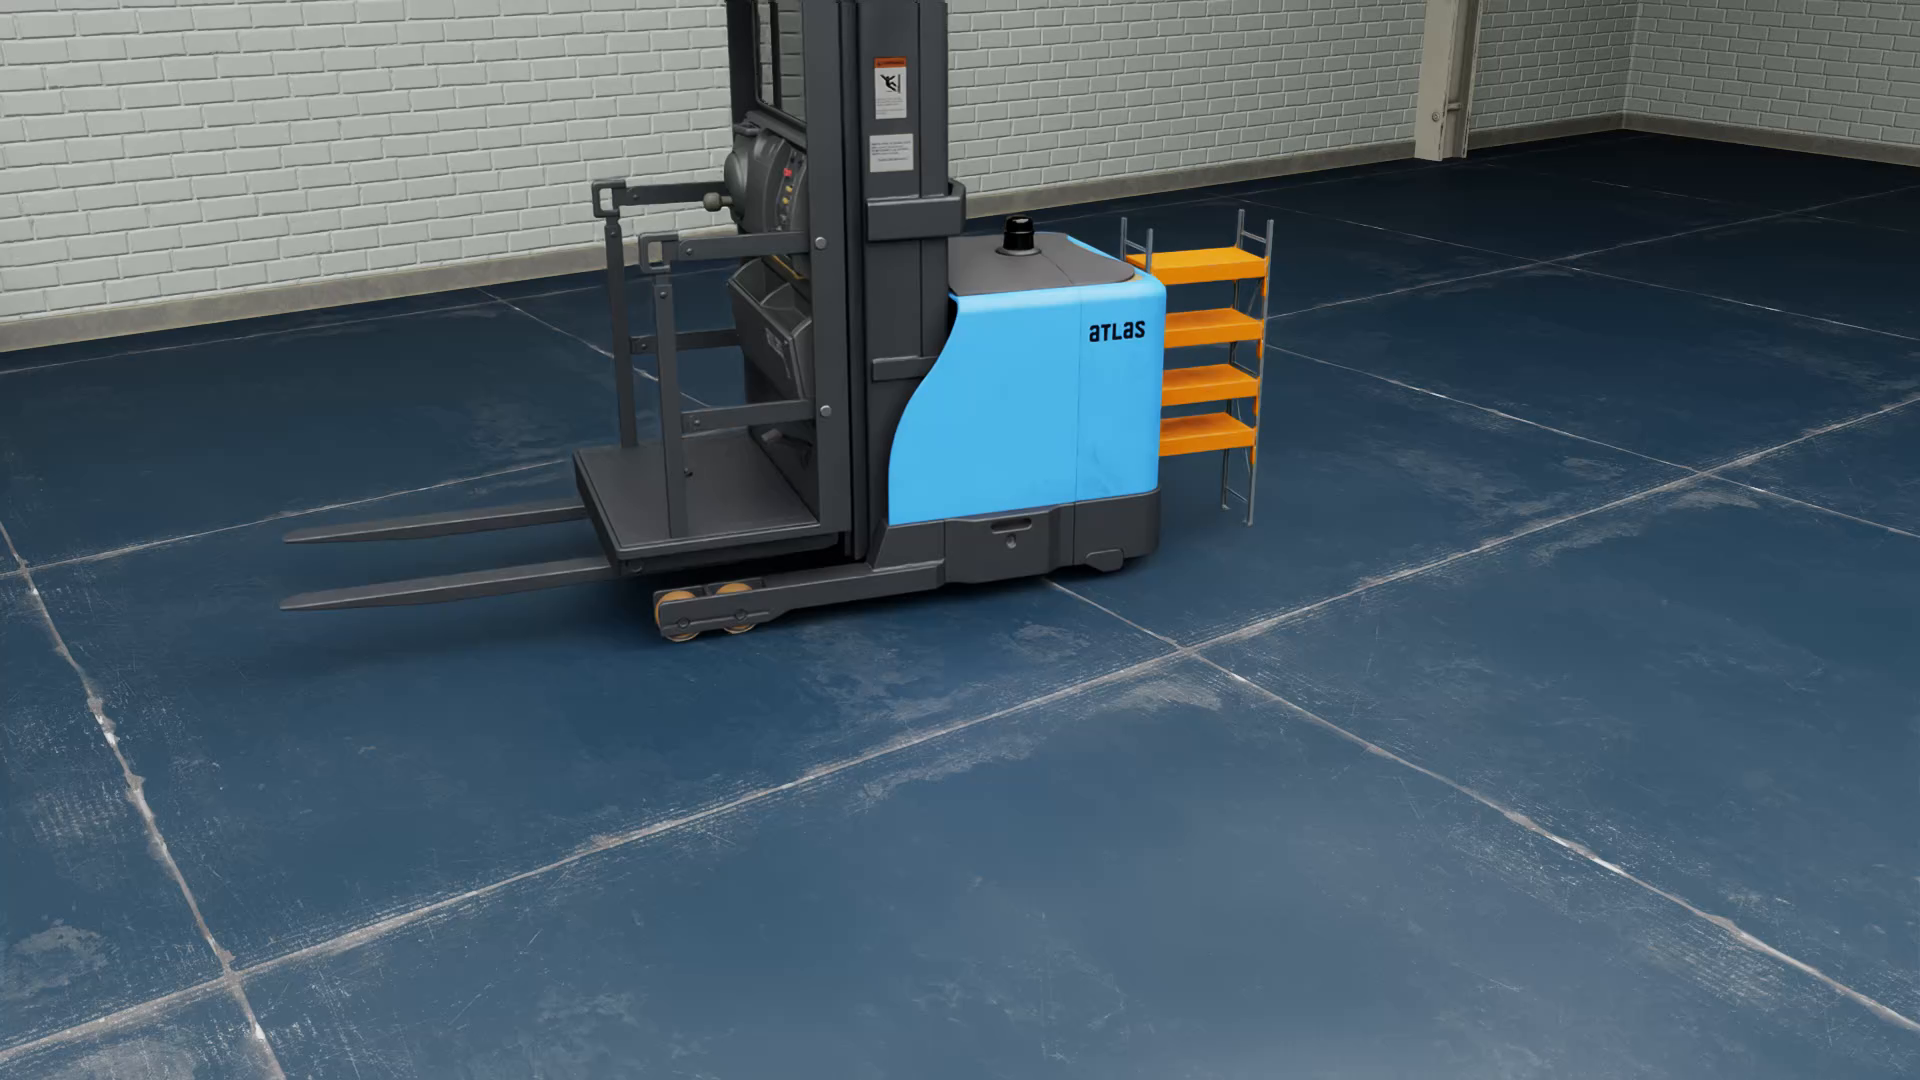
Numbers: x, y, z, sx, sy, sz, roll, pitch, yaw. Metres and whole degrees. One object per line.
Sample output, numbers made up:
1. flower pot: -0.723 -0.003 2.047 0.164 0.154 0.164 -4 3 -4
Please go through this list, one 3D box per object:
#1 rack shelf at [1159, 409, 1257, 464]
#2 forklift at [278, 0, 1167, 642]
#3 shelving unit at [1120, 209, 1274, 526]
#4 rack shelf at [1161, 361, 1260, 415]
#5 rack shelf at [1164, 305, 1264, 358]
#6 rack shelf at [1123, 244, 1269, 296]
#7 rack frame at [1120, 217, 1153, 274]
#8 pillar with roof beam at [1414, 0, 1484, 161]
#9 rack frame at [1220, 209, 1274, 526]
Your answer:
1. rack shelf: 0.873 -0.378 6.441 0.480 0.148 0.258 -8 23 -18
2. forklift: -0.839 -1.243 5.557 3.031 2.935 1.130 -8 23 -18
3. shelving unit: 0.873 -0.625 6.343 0.503 1.200 0.258 -8 23 -18
4. rack shelf: 0.873 -0.562 6.368 0.480 0.148 0.258 -8 23 -18
5. rack shelf: 0.873 -0.770 6.285 0.480 0.148 0.258 -8 23 -18
6. rack shelf: 0.873 -0.990 6.197 0.480 0.148 0.258 -8 23 -18
7. rack frame: 0.643 -0.594 6.266 0.015 1.200 0.240 -8 23 -18
8. pillar with roof beam: 6.873 -6.369 10.217 0.400 9.000 9.100 -15 26 -33
9. rack frame: 1.102 -0.655 6.419 0.015 1.200 0.240 -8 23 -18
